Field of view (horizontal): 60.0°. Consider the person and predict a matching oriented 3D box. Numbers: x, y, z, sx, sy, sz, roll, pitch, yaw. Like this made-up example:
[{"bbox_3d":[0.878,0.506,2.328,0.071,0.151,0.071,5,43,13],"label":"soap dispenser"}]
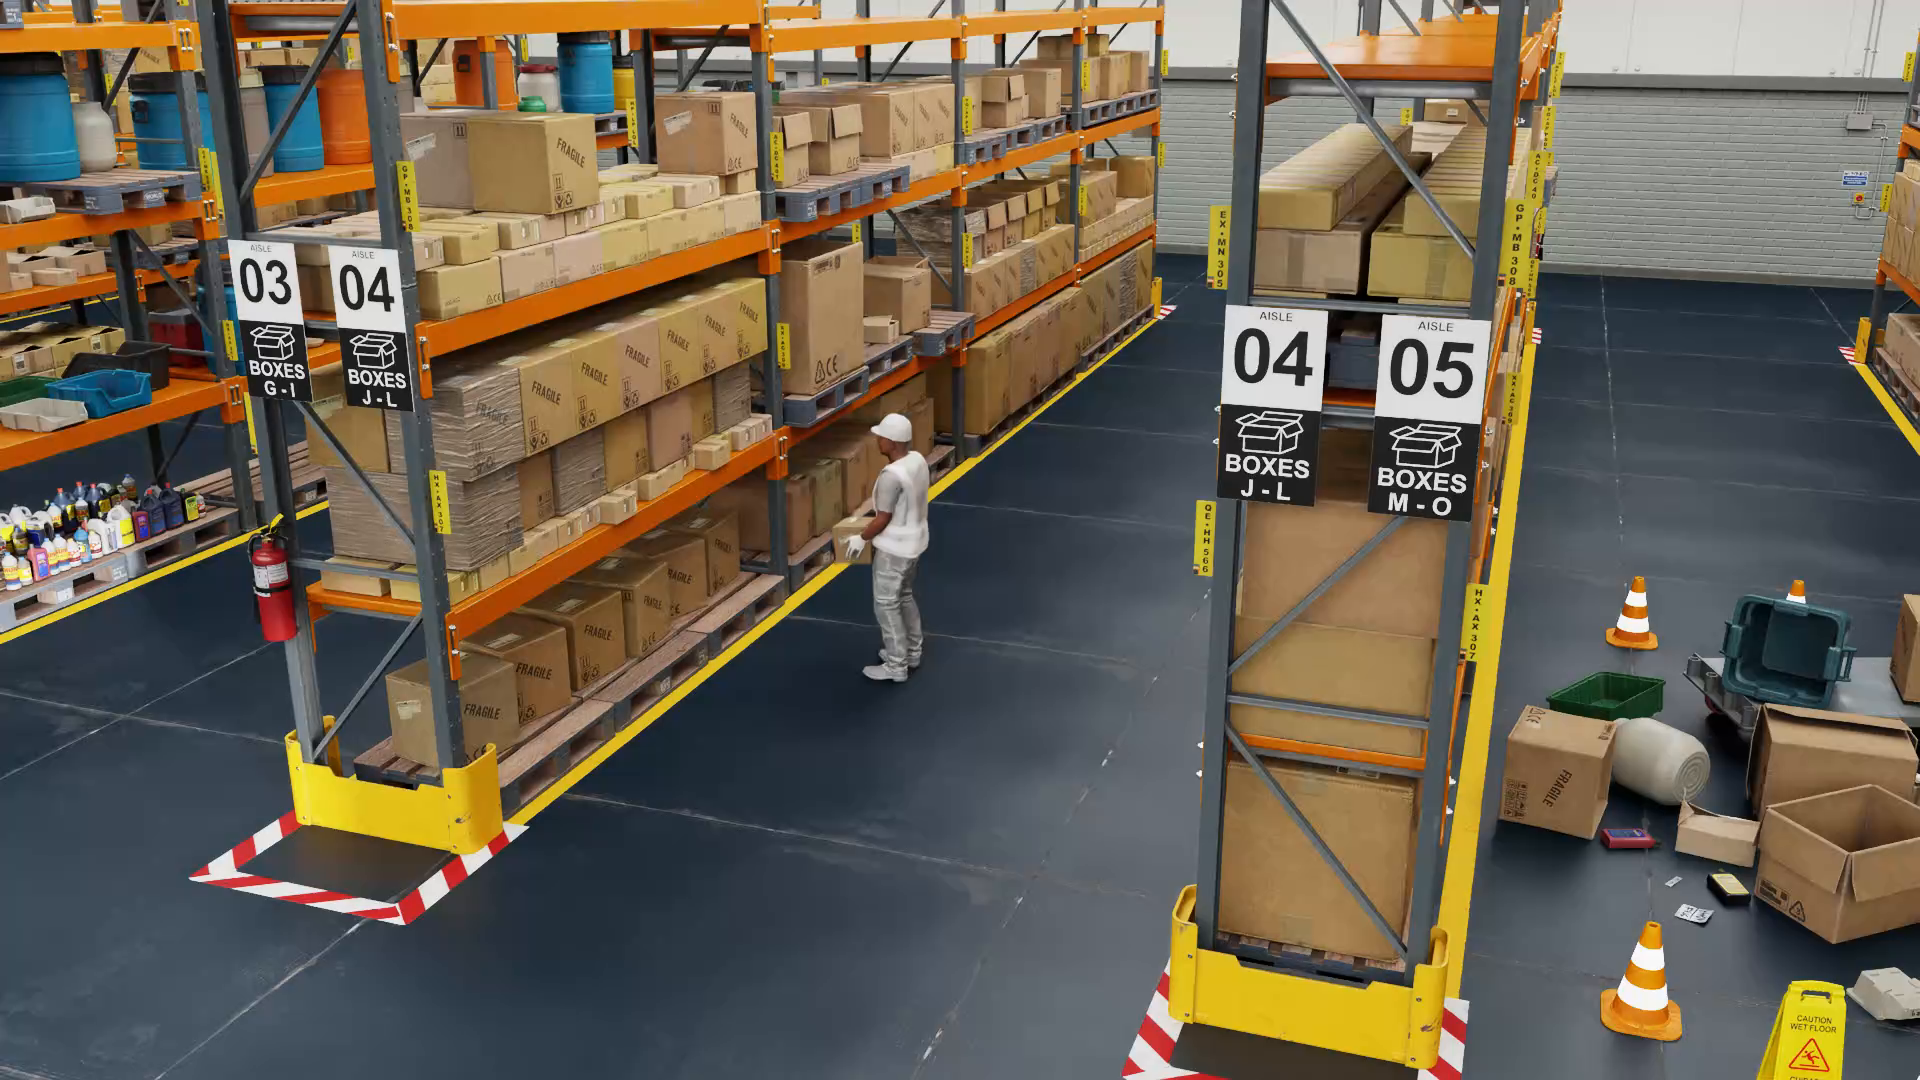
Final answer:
[{"bbox_3d":[-0.472,0.035,10.916,0.502,1.788,0.546,6,19,17],"label":"person"}]
